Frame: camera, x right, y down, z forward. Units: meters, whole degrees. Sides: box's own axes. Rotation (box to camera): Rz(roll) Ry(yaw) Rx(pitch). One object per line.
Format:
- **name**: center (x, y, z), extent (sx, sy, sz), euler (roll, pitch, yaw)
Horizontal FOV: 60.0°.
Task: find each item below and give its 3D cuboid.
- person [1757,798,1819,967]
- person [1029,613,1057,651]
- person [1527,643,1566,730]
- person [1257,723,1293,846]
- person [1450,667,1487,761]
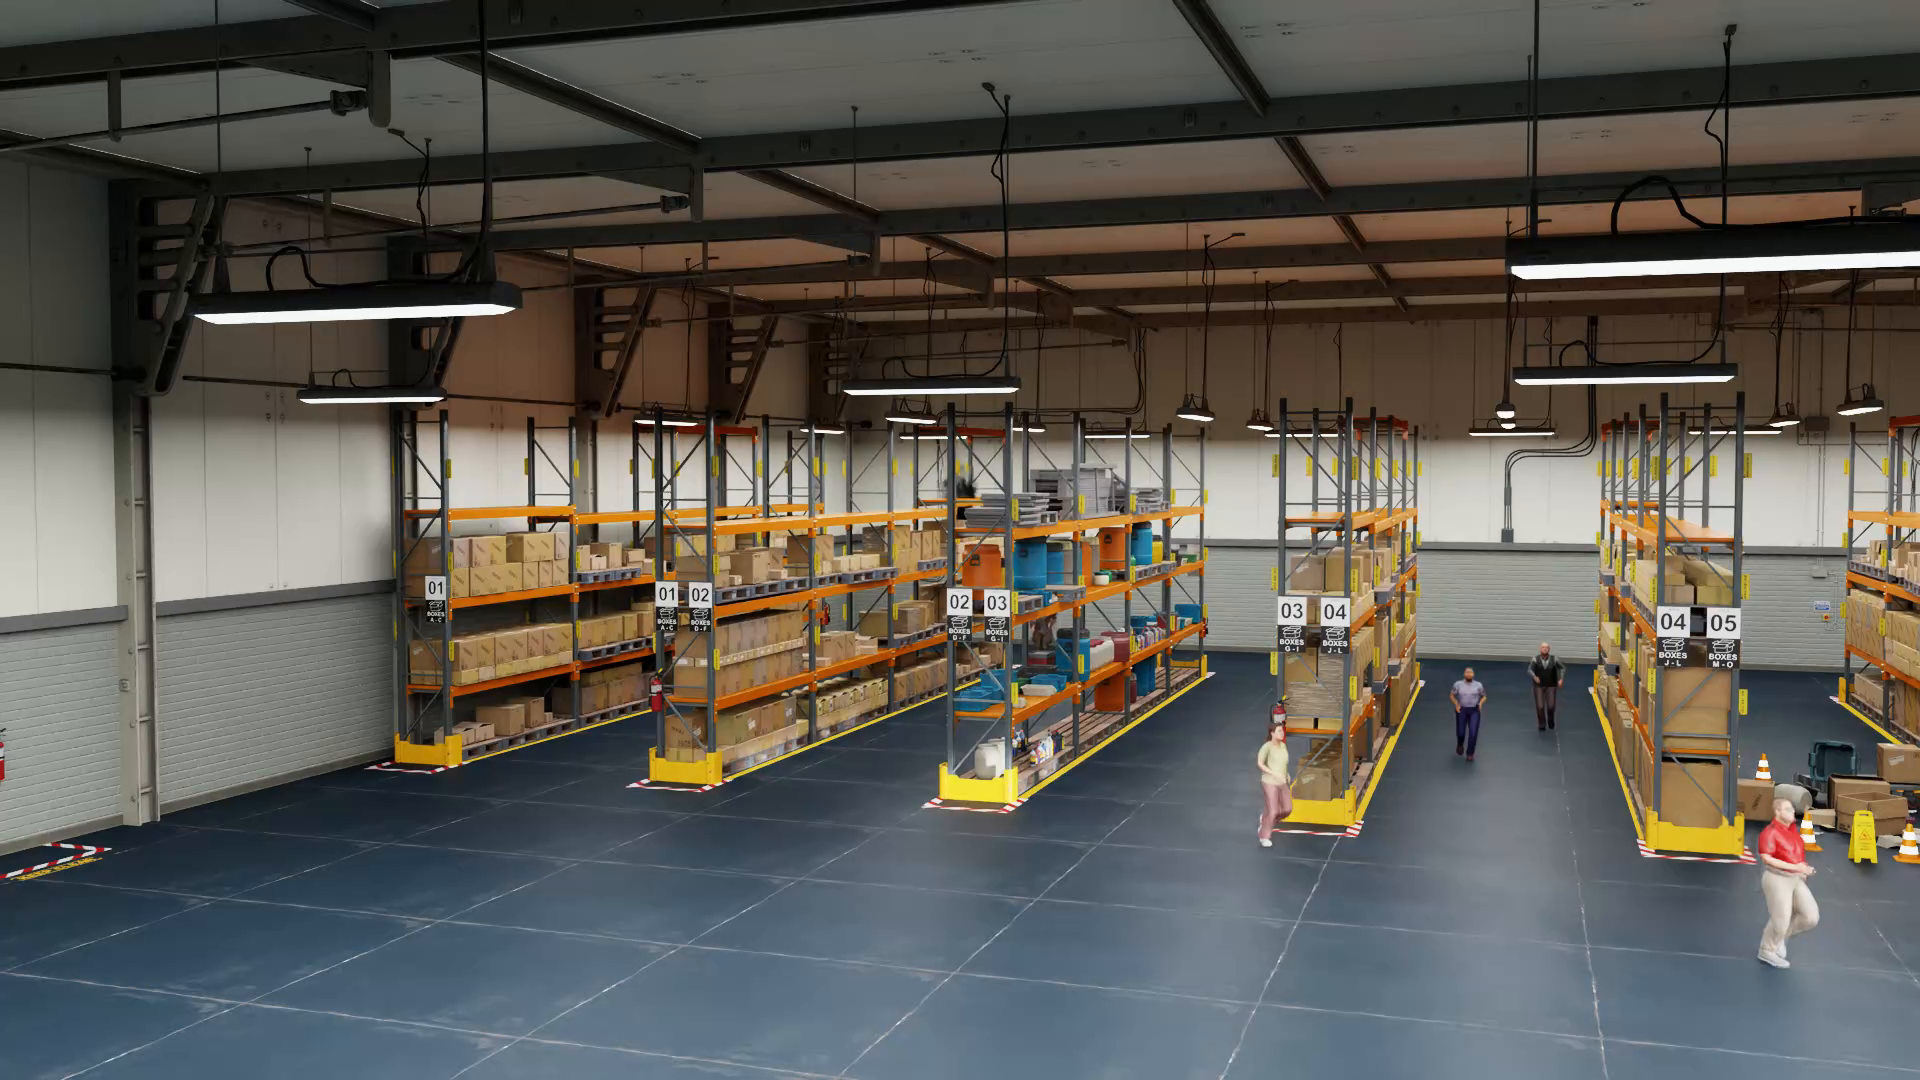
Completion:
- **person**: center (8.304, 3.438, 16.648), extent (0.652, 1.687, 0.602), euler (-1, 3, -30)
- **person**: center (1.932, 2.217, 39.101), extent (0.680, 1.811, 0.697), euler (0, 2, 5)
- **person**: center (11.126, 2.796, 31.569), extent (0.699, 1.679, 0.584), euler (1, 3, 20)
- **person**: center (4.218, 3.243, 22.188), extent (0.629, 1.626, 0.536), euler (-2, 3, -32)
- **person**: center (8.731, 2.977, 28.552), extent (0.603, 1.597, 0.568), euler (1, 3, 13)
